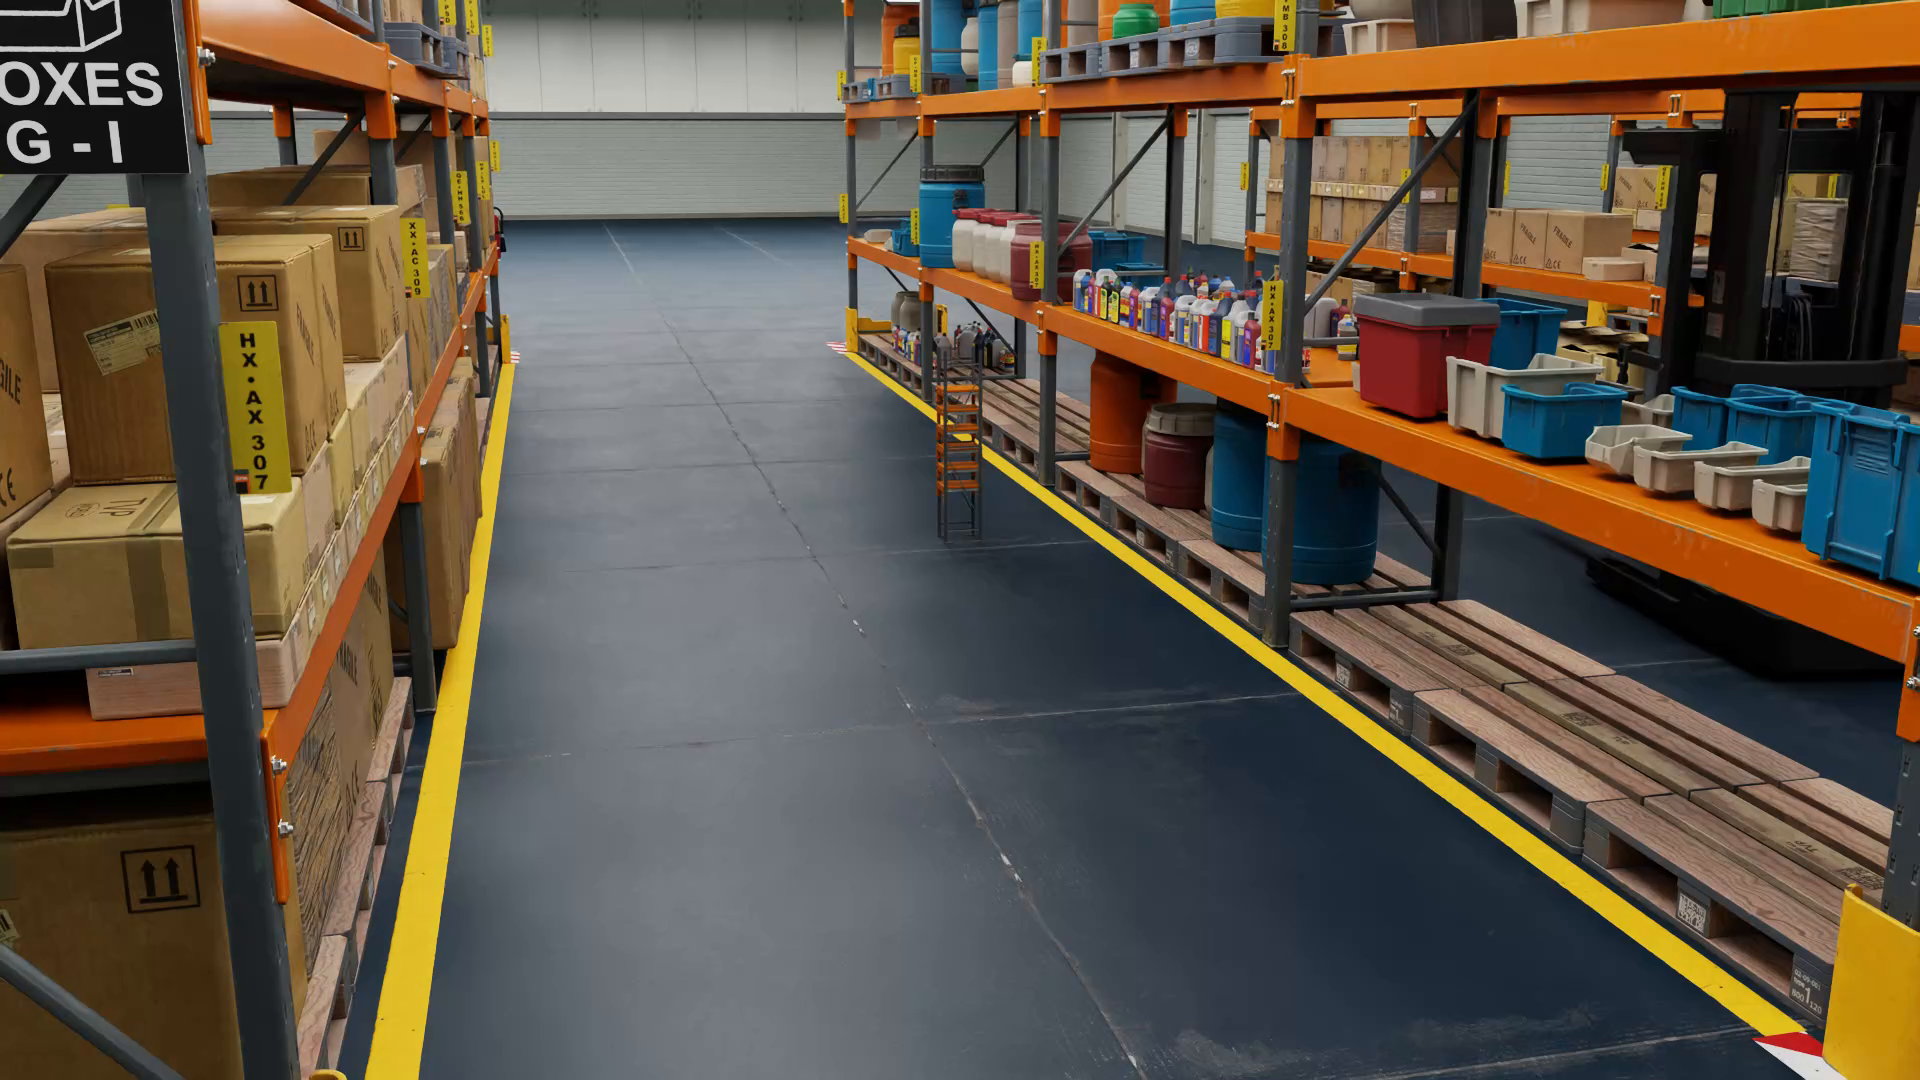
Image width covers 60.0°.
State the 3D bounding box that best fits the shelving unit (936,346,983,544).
[{"bbox_3d":[-0.003,-0.586,10.298,0.258,1.200,0.189,-3,14,-13],"label":"shelving unit"}]

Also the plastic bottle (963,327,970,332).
[{"bbox_3d":[0.116,-2.125,17.615,0.152,0.276,0.135,-4,14,-15],"label":"plastic bottle"}]

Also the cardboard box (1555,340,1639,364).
[{"bbox_3d":[5.397,-1.522,14.064,0.500,0.311,0.500,-4,14,-14],"label":"cardboard box"}]

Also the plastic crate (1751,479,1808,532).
[{"bbox_3d":[2.583,-0.113,4.999,0.396,0.136,0.243,-3,14,-13],"label":"plastic crate"}]

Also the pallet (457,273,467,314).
[{"bbox_3d":[-4.014,-1.669,11.341,1.213,0.211,1.003,-3,14,-13],"label":"pallet"}]

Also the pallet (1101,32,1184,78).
[{"bbox_3d":[1.463,-2.759,9.477,1.003,0.211,1.213,-3,14,-13],"label":"pallet"}]

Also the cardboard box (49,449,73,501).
[{"bbox_3d":[-2.354,-0.044,3.974,0.500,0.250,0.500,-4,14,-14],"label":"cardboard box"}]

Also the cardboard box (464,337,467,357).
[{"bbox_3d":[-4.737,-1.610,15.080,0.500,0.500,0.500,-4,14,-15],"label":"cardboard box"}]

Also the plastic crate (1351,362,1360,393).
[{"bbox_3d":[1.982,-0.742,7.575,0.396,0.136,0.243,-3,14,-13],"label":"plastic crate"}]

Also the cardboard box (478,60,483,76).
[{"bbox_3d":[-5.053,-4.800,16.910,0.380,0.149,0.250,-3,14,-13],"label":"cardboard box"}]

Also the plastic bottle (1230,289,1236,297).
[{"bbox_3d":[1.759,-1.520,10.748,0.097,0.201,0.097,0,14,0],"label":"plastic bottle"}]

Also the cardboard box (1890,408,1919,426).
[{"bbox_3d":[6.207,-0.559,10.737,0.500,0.500,0.500,-3,14,-12],"label":"cardboard box"}]

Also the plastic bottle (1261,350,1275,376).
[{"bbox_3d":[1.604,-0.969,8.336,0.152,0.276,0.135,-3,14,-13],"label":"plastic bottle"}]

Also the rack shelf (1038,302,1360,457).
[{"bbox_3d":[1.541,-1.069,9.997,1.077,0.370,4.000,-3,14,-13],"label":"rack shelf"}]

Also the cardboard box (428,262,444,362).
[{"bbox_3d":[-3.031,-1.200,8.806,0.500,0.500,0.500,-3,14,-12],"label":"cardboard box"}]

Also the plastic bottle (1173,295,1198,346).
[{"bbox_3d":[1.314,-1.255,9.503,0.152,0.276,0.135,-3,14,-13],"label":"plastic bottle"}]

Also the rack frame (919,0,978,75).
[{"bbox_3d":[0.132,-5.717,14.865,1.000,3.000,0.127,-3,14,-13],"label":"rack frame"}]

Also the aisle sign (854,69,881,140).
[{"bbox_3d":[-1.109,-4.988,19.046,0.394,0.787,0.004,-3,14,-13],"label":"aisle sign"}]

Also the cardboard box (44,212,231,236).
[{"bbox_3d":[-2.831,-0.878,5.809,0.500,0.500,0.500,-3,14,-13],"label":"cardboard box"}]

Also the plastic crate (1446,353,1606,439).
[{"bbox_3d":[2.191,-0.566,6.546,0.437,0.282,0.530,-3,14,-13],"label":"plastic crate"}]

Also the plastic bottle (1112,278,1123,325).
[{"bbox_3d":[1.009,-1.512,10.540,0.061,0.283,0.133,-3,14,-13],"label":"plastic bottle"}]

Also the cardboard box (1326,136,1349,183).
[{"bbox_3d":[4.484,-4.206,18.377,0.700,0.500,0.500,-3,14,-13],"label":"cardboard box"}]

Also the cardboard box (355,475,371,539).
[{"bbox_3d":[-1.989,-0.091,5.008,0.380,0.149,0.250,-4,14,-15],"label":"cardboard box"}]

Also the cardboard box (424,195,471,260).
[{"bbox_3d":[-4.185,-2.386,12.769,0.797,0.503,0.637,-2,14,-7],"label":"cardboard box"}]

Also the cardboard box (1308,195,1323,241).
[{"bbox_3d":[4.345,-3.705,19.060,0.700,0.500,0.500,-3,14,-13],"label":"cardboard box"}]

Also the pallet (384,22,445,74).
[{"bbox_3d":[-3.274,-2.565,8.685,1.003,0.211,1.213,-3,14,-11],"label":"pallet"}]

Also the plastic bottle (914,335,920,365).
[{"bbox_3d":[-0.423,-1.908,16.715,0.061,0.283,0.133,-2,14,-9],"label":"plastic bottle"}]

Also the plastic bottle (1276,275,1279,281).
[{"bbox_3d":[1.922,-1.410,9.981,0.144,0.351,0.185,-3,14,-13],"label":"plastic bottle"}]

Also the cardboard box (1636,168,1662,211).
[{"bbox_3d":[8.749,-4.337,20.552,0.500,0.500,0.500,-3,14,-13],"label":"cardboard box"}]

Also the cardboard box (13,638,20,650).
[{"bbox_3d":[-2.388,0.182,3.890,0.380,0.149,0.250,-3,14,-13],"label":"cardboard box"}]

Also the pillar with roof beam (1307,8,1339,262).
[{"bbox_3d":[2.825,-9.607,30.787,9.100,9.000,0.400,-3,14,-13],"label":"pillar with roof beam"}]

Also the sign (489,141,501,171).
[{"bbox_3d":[-5.077,-4.191,18.157,0.100,0.325,0.005,-3,14,-13],"label":"sign"}]

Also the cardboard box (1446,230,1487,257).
[{"bbox_3d":[5.106,-2.893,16.266,0.500,0.250,0.500,-2,14,-10],"label":"cardboard box"}]

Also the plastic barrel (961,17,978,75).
[{"bbox_3d":[0.222,-4.628,15.609,0.421,0.512,0.421,0,14,0],"label":"plastic barrel"}]

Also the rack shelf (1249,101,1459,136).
[{"bbox_3d":[4.478,-4.647,18.321,1.077,0.370,4.000,-3,14,-13],"label":"rack shelf"}]

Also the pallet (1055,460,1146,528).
[{"bbox_3d":[1.297,-0.345,11.396,1.003,0.211,1.213,-3,14,-13],"label":"pallet"}]

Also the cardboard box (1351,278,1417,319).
[{"bbox_3d":[4.521,-2.521,17.754,0.500,0.500,0.500,-3,14,-13],"label":"cardboard box"}]

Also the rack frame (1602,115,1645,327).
[{"bbox_3d":[8.823,-4.277,21.614,1.000,3.000,0.127,-3,14,-13],"label":"rack frame"}]

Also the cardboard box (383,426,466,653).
[{"bbox_3d":[-2.973,0.001,7.695,1.225,0.875,0.875,-3,14,-13],"label":"cardboard box"}]

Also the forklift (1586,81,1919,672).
[{"bbox_3d":[4.142,-1.114,8.813,1.130,2.935,3.031,-1,14,-4],"label":"forklift"}]

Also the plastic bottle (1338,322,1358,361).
[{"bbox_3d":[2.070,-1.061,8.870,0.097,0.201,0.097,0,14,0],"label":"plastic bottle"}]

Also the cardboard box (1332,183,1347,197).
[{"bbox_3d":[4.314,-3.846,18.272,0.380,0.149,0.250,-3,14,-11],"label":"cardboard box"}]

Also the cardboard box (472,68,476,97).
[{"bbox_3d":[-4.668,-4.150,15.090,0.500,0.250,0.500,-3,14,-14],"label":"cardboard box"}]

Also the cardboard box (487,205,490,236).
[{"bbox_3d":[-5.210,-3.287,16.724,0.875,0.500,0.500,-3,14,-13],"label":"cardboard box"}]

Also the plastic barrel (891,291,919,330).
[{"bbox_3d":[-0.578,-2.573,18.995,0.421,0.512,0.421,0,14,0],"label":"plastic barrel"}]

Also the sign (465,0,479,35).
[{"bbox_3d":[-4.143,-4.458,14.113,0.100,0.325,0.005,-3,14,-13],"label":"sign"}]

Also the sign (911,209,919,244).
[{"bbox_3d":[-0.405,-2.909,15.429,0.100,0.325,0.005,-3,14,-13],"label":"sign"}]

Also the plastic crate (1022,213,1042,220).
[{"bbox_3d":[0.544,-2.739,15.182,0.402,0.464,0.583,-3,14,-13],"label":"plastic crate"}]

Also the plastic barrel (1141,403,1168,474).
[{"bbox_3d":[1.423,-0.638,11.074,0.421,0.512,0.421,0,14,0],"label":"plastic barrel"}]

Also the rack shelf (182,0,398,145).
[{"bbox_3d":[-2.334,-1.327,4.734,1.077,0.370,4.000,-3,14,-13],"label":"rack shelf"}]

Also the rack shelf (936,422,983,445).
[{"bbox_3d":[-0.003,-0.660,10.280,0.258,0.103,0.180,-3,14,-13],"label":"rack shelf"}]

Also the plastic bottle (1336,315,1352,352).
[{"bbox_3d":[2.141,-1.146,9.215,0.097,0.201,0.097,0,14,0],"label":"plastic bottle"}]
